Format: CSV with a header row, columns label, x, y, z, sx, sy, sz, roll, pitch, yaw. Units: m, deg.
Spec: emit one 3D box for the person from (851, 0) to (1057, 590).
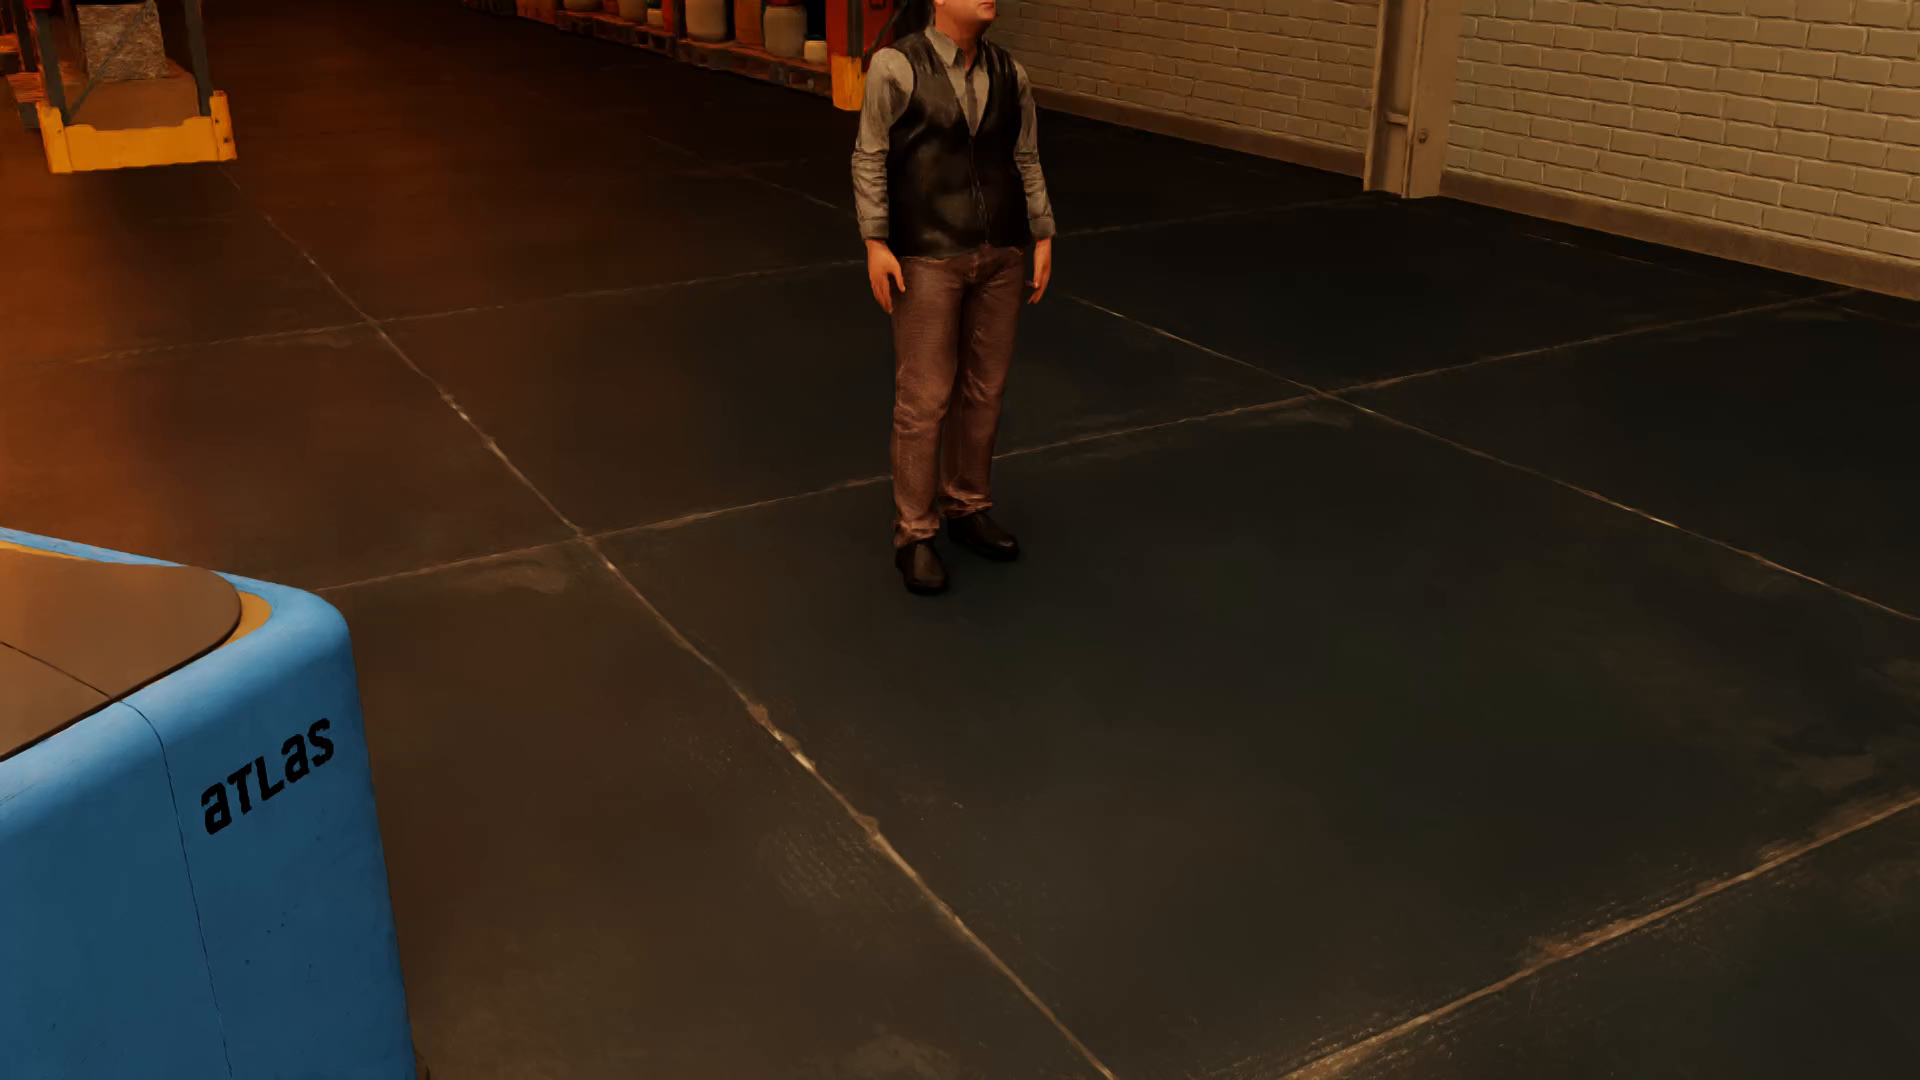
label,x,y,z,sx,sy,sz,roll,pitch,yaw
person,0.024,-0.781,4.751,0.632,1.720,0.567,-12,25,-28
